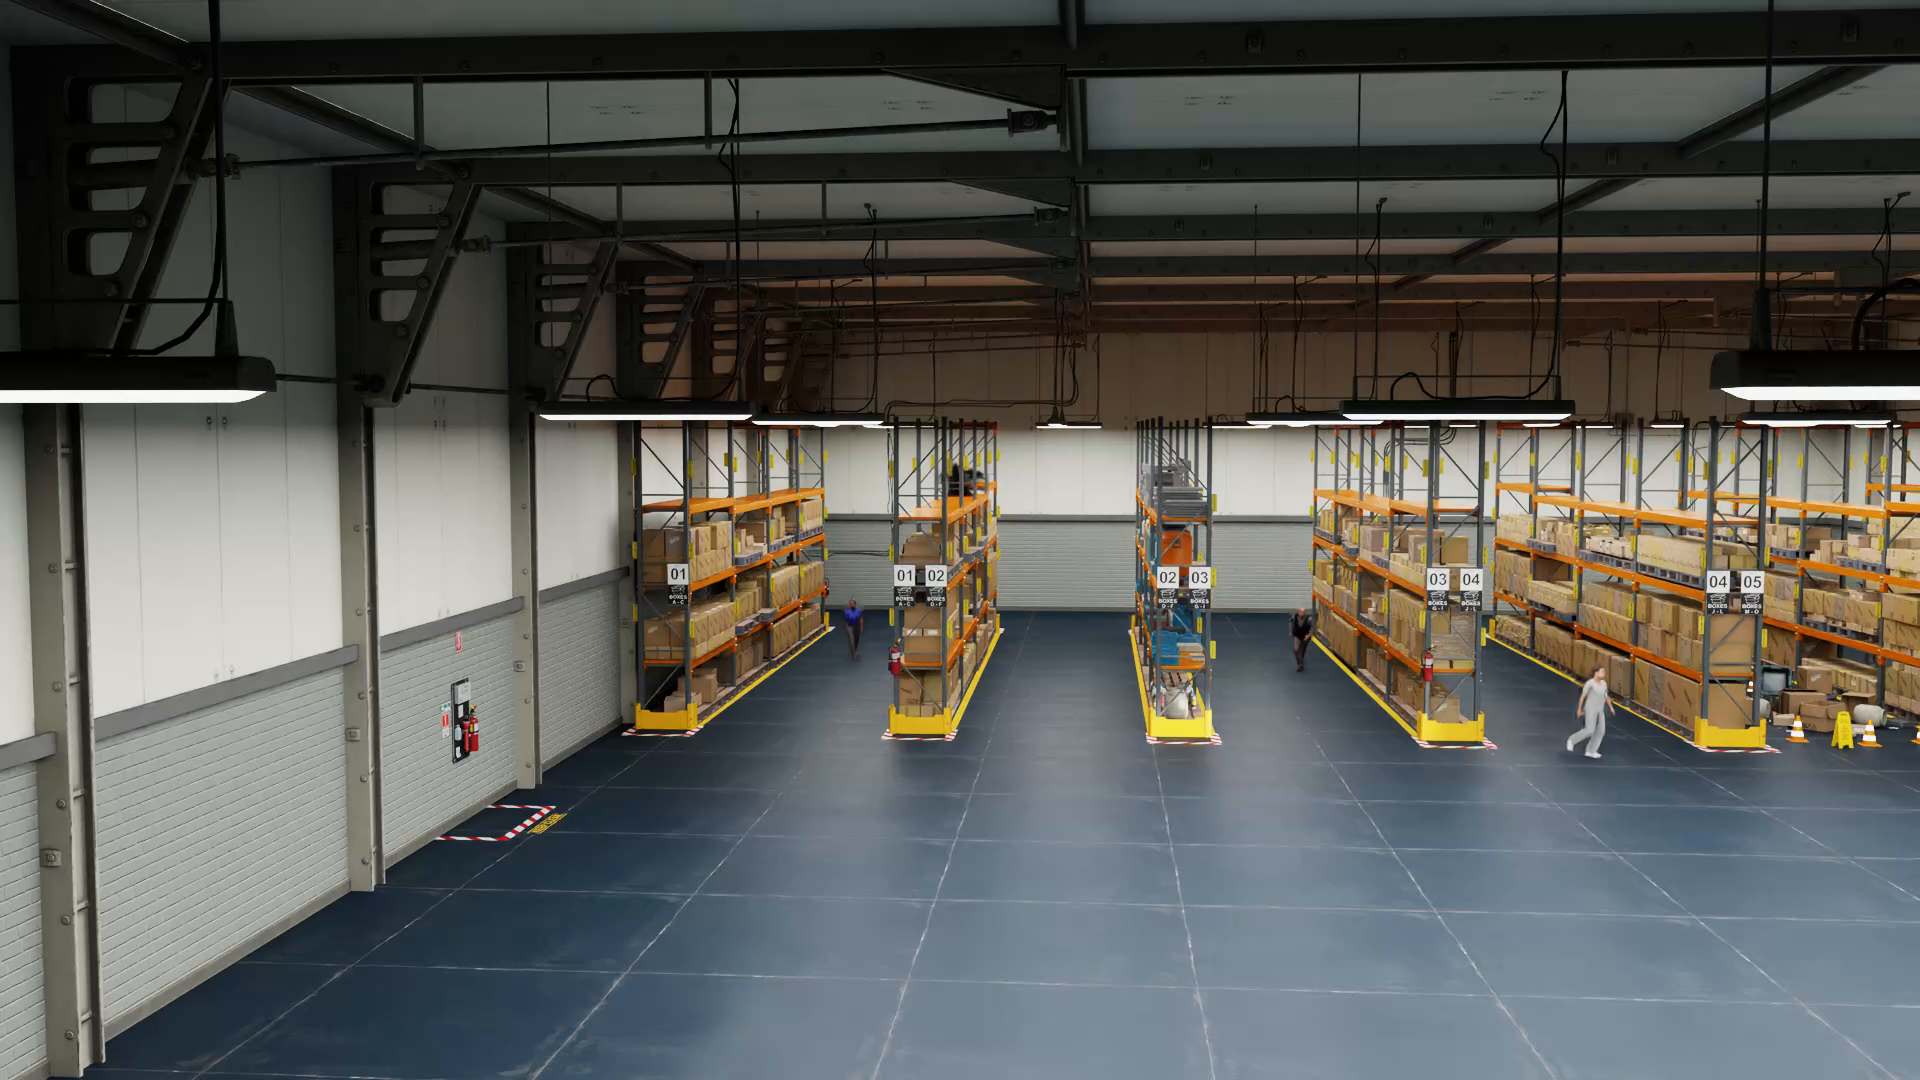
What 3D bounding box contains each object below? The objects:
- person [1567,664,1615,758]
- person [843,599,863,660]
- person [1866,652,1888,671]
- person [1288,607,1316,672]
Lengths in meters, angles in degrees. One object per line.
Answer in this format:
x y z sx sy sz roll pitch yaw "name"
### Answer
11.068 2.991 29.231 0.617 1.642 0.657 -2 4 -28 "person"
-2.686 2.227 41.884 0.567 1.520 0.908 -2 4 -24 "person"
21.171 2.370 38.372 0.657 1.721 0.680 0 4 -2 "person"
8.217 2.340 39.926 0.652 1.572 1.066 1 4 14 "person"
